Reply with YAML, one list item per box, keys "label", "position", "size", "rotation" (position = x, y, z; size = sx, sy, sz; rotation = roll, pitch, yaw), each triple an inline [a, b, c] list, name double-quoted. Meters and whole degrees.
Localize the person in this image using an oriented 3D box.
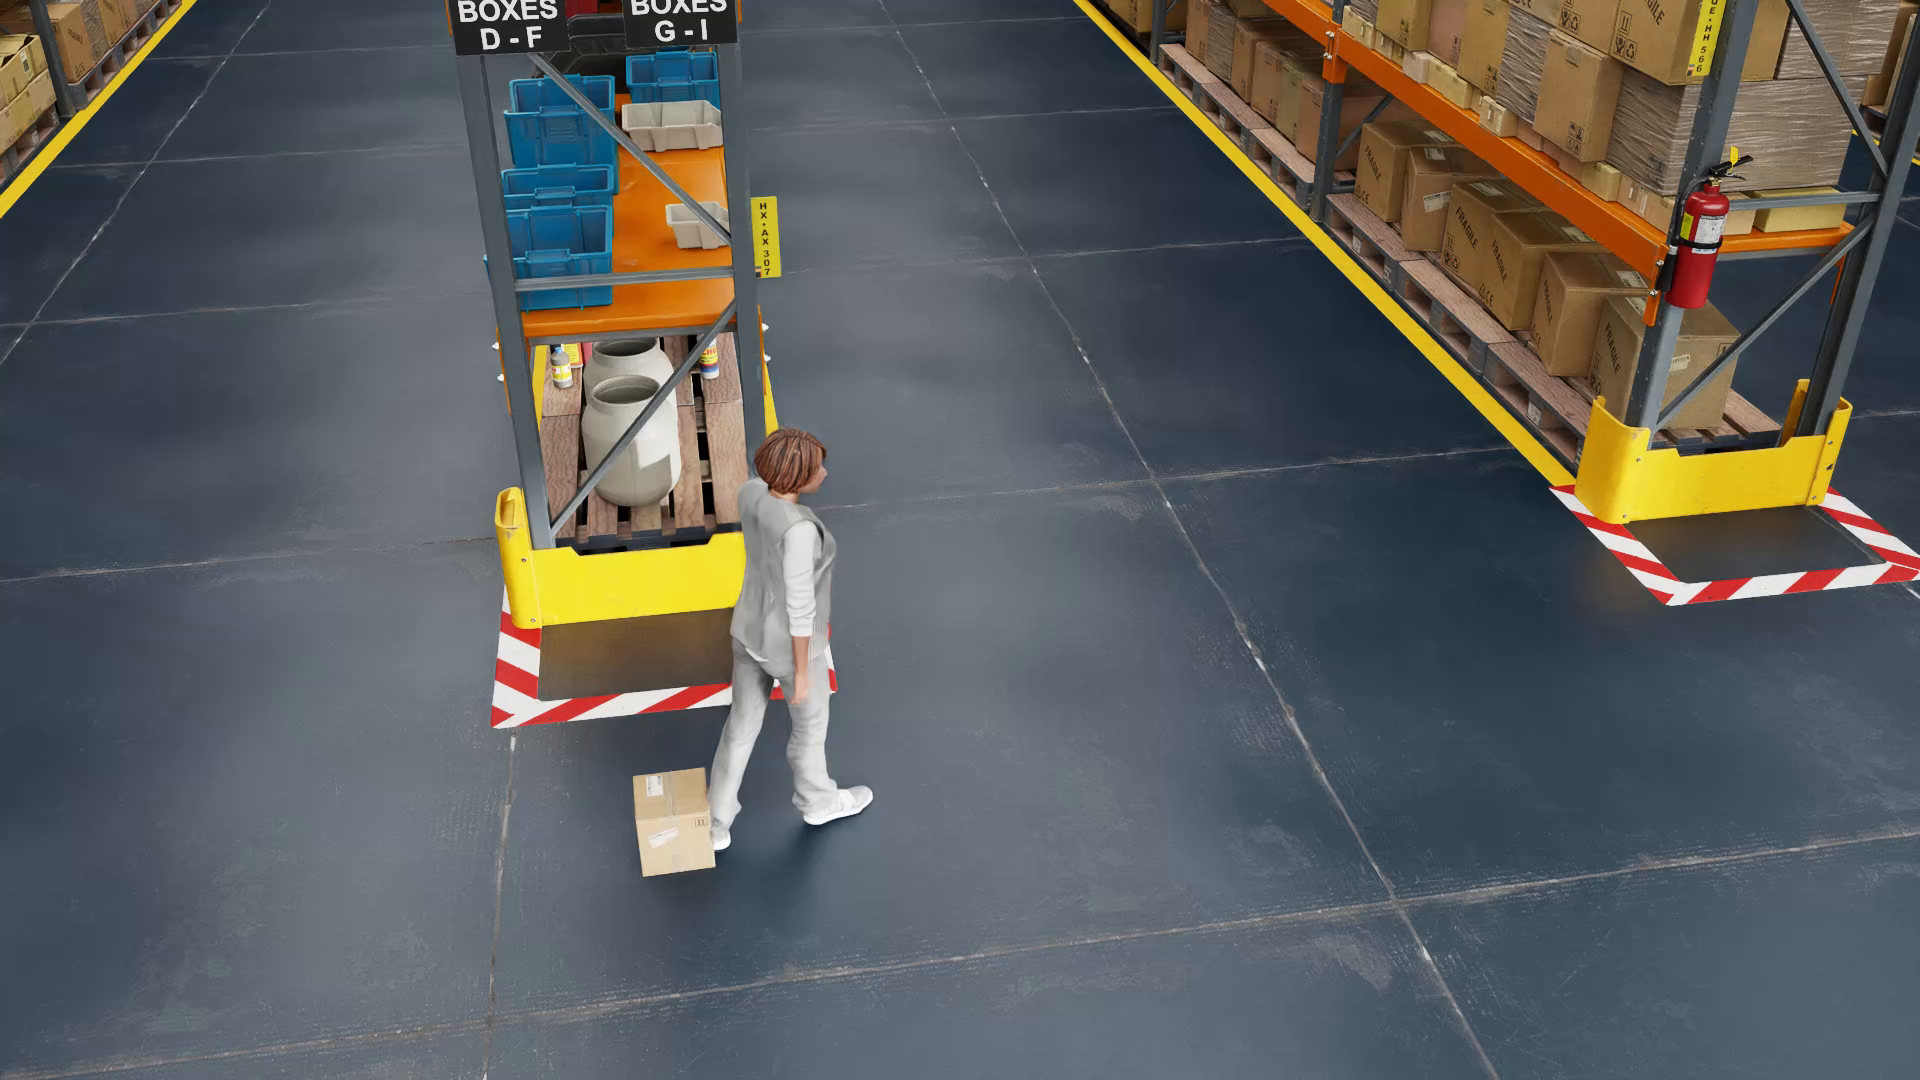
- label: "person"
  position: [-0.621, 0.346, 5.560]
  size: [0.647, 1.583, 0.438]
  rotation: [-23, 38, -33]
